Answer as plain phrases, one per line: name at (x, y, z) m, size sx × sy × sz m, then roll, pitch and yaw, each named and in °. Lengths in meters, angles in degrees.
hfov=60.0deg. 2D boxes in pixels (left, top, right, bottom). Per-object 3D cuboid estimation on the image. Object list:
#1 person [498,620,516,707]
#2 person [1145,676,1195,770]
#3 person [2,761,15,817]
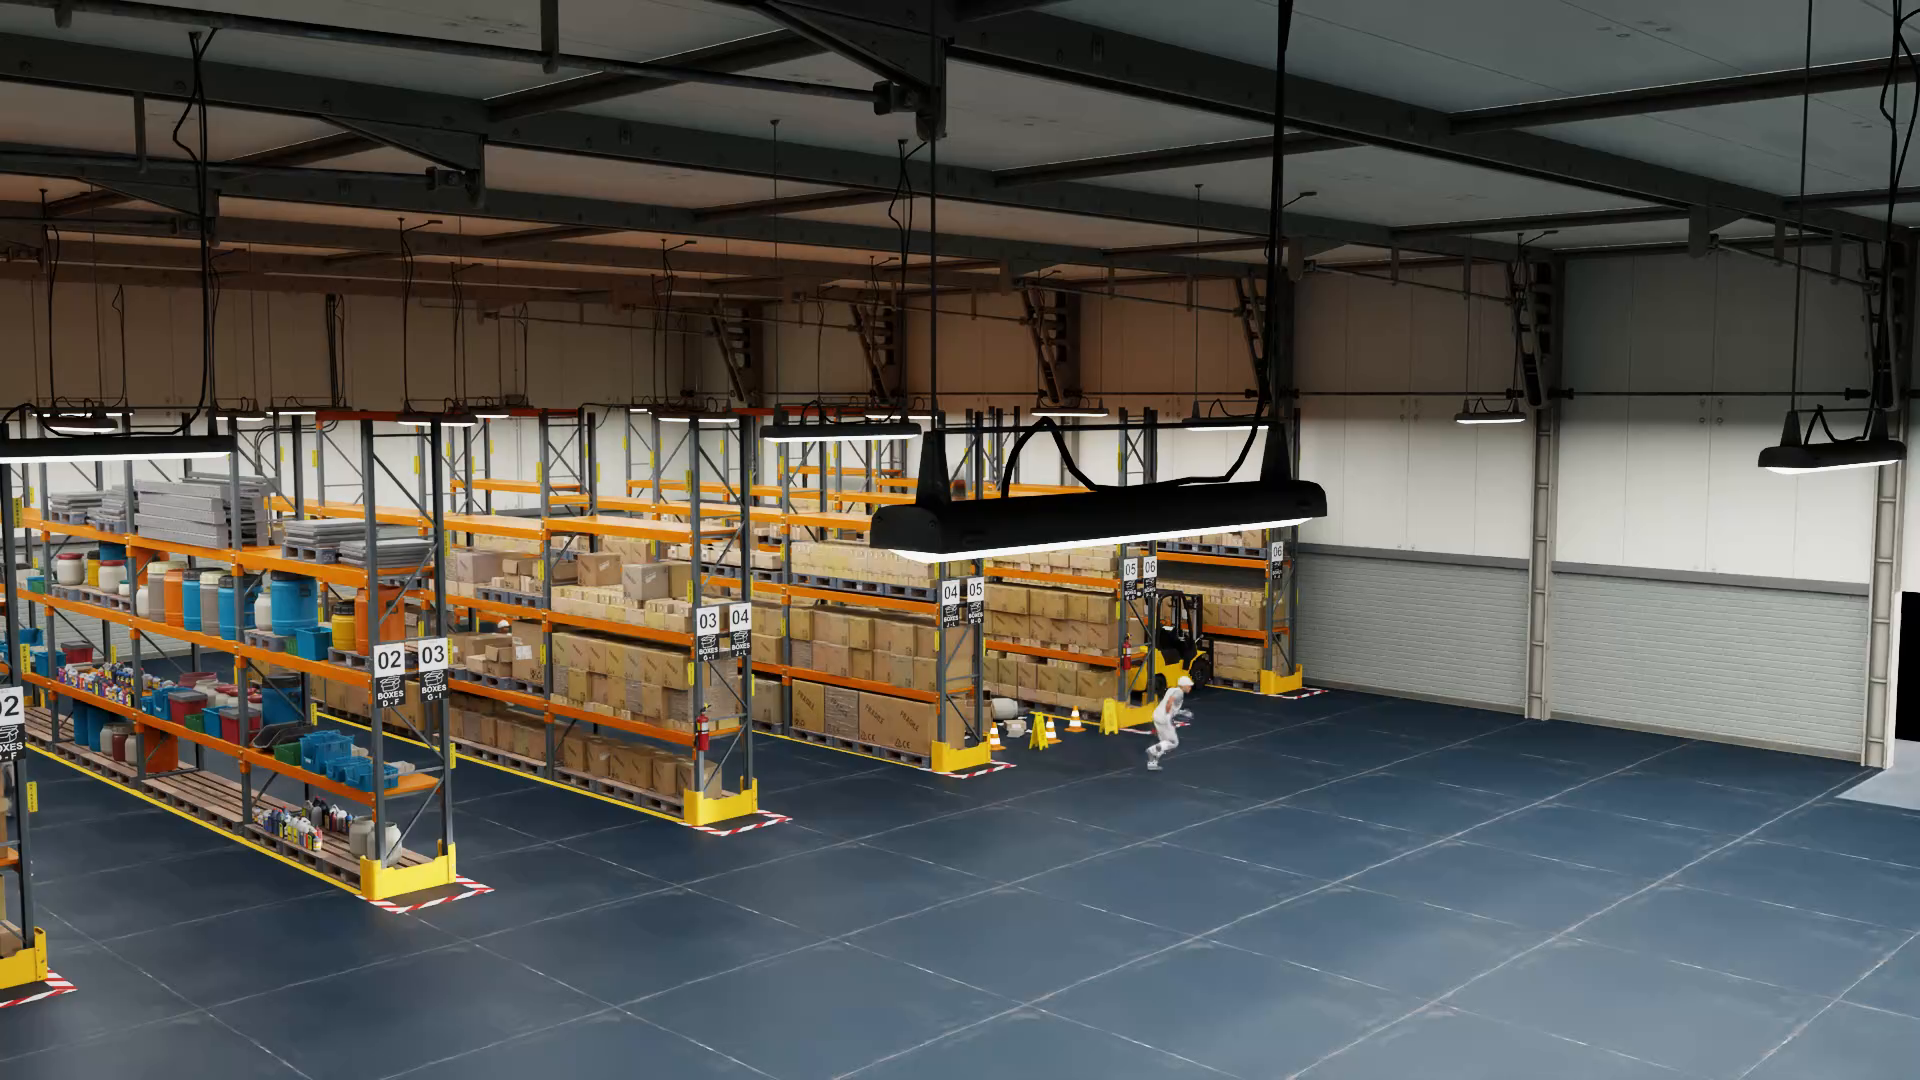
person at (-9.329, 2.485, 33.762) m, size 0.850 × 1.743 × 0.683 m, roll 4°, pitch 6°, yaw 36°
person at (3.518, 3.080, 27.836) m, size 0.827 × 1.591 × 0.694 m, roll -1°, pitch 5°, yaw -7°
person at (-14.250, 3.313, 24.810) m, size 0.538 × 1.654 × 0.604 m, roll 5°, pitch 7°, yaw 44°
